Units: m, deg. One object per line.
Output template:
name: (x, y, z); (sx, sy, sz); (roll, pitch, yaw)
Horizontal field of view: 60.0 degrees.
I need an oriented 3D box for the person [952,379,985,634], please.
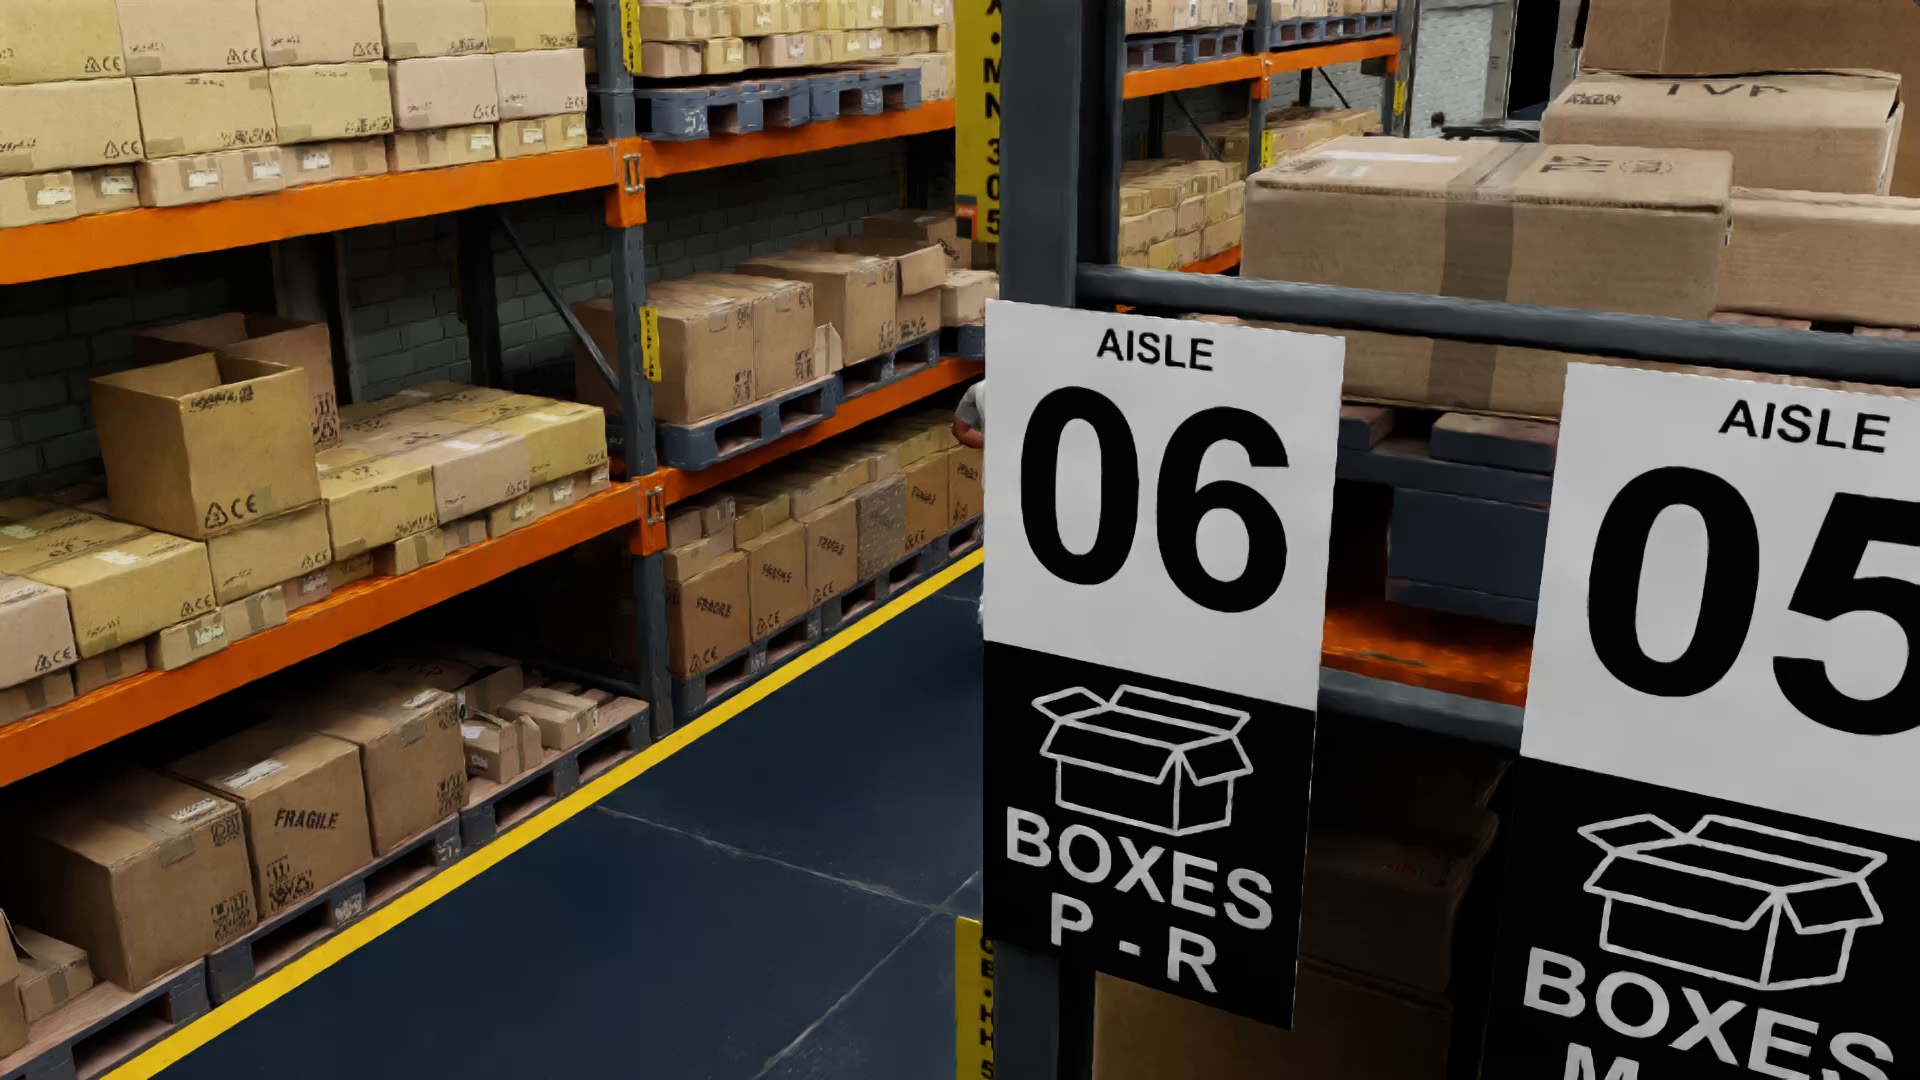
person: (0.283, -0.266, 8.798); (0.669, 1.770, 0.772); (11, 22, 29)
